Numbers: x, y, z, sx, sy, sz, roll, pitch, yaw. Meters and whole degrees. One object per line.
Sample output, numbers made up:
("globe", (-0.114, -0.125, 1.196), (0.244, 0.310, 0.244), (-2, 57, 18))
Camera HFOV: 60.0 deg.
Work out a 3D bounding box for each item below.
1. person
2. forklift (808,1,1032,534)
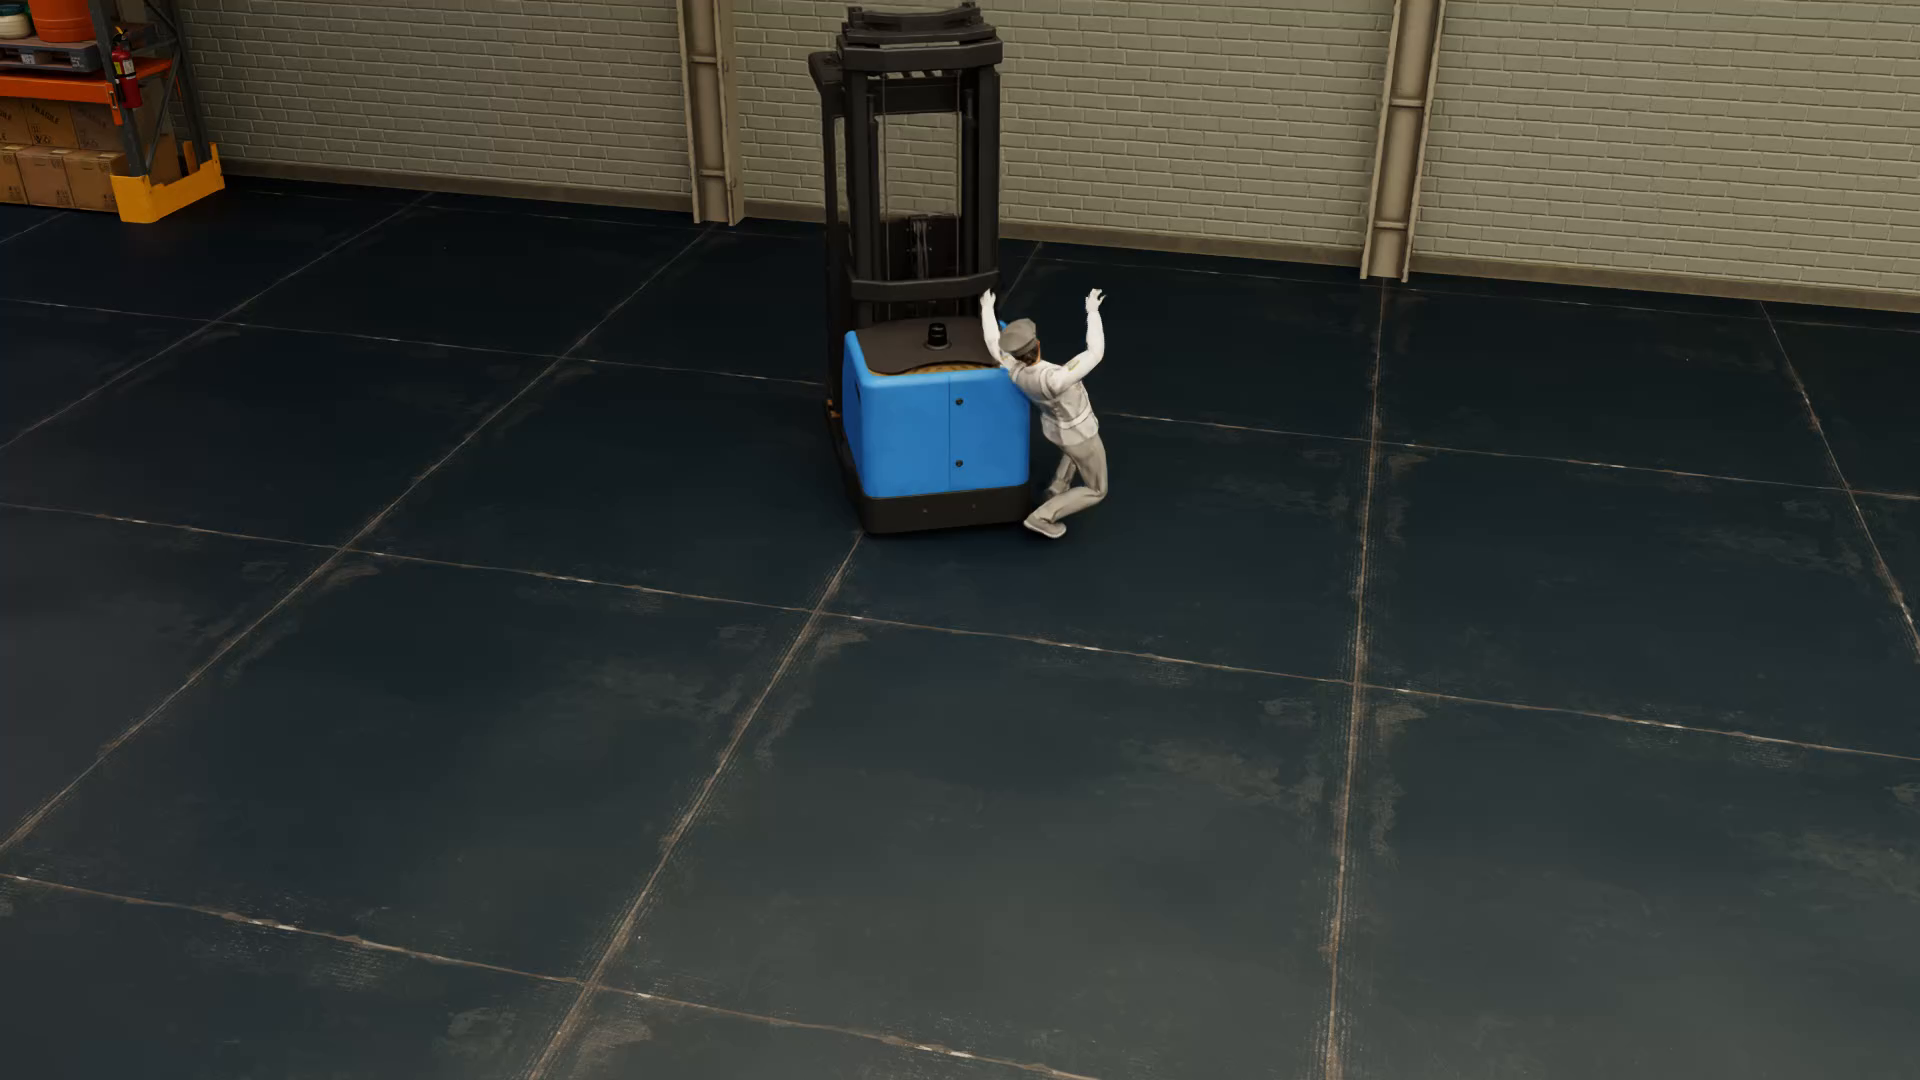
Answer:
("person", (0.510, -0.822, 10.044), (0.818, 1.565, 1.005), (-17, 34, -27))
("forklift", (-0.345, -2.023, 10.740), (1.130, 2.935, 3.031), (-5, 30, -9))
